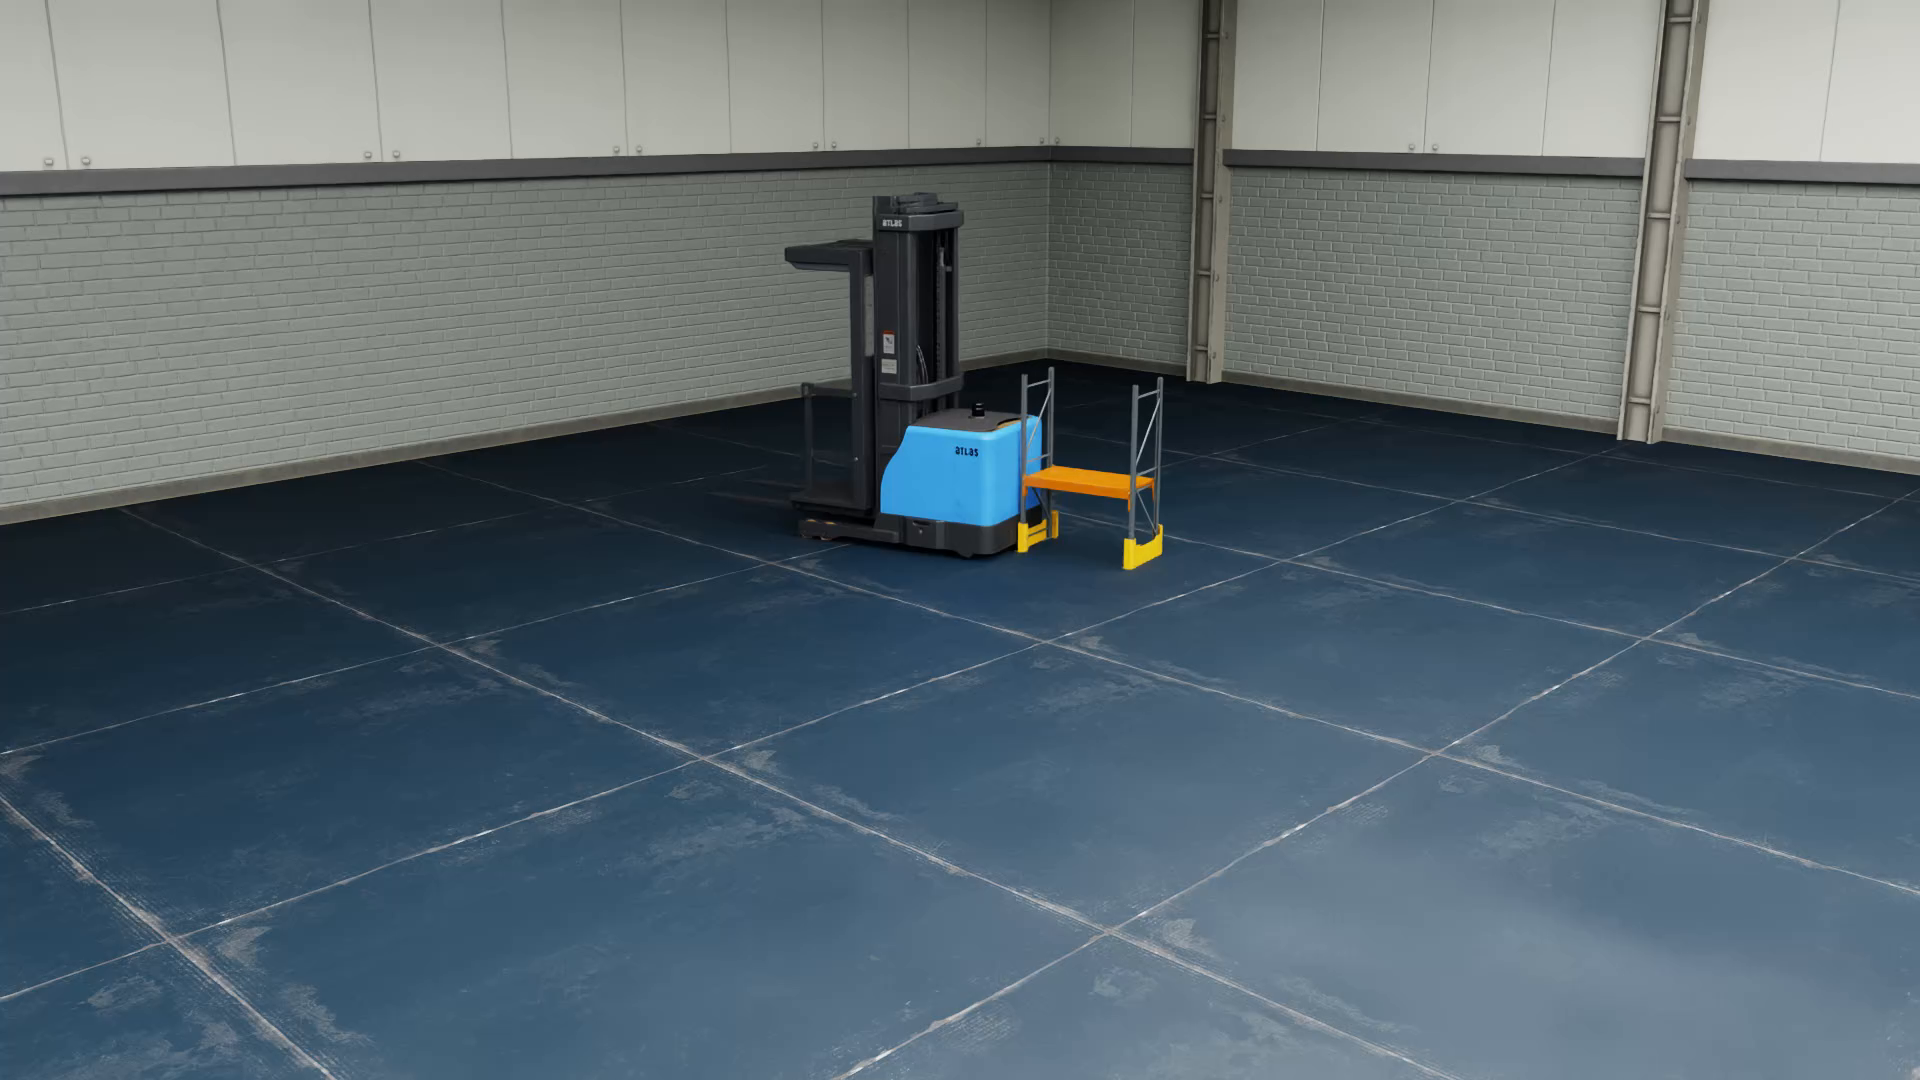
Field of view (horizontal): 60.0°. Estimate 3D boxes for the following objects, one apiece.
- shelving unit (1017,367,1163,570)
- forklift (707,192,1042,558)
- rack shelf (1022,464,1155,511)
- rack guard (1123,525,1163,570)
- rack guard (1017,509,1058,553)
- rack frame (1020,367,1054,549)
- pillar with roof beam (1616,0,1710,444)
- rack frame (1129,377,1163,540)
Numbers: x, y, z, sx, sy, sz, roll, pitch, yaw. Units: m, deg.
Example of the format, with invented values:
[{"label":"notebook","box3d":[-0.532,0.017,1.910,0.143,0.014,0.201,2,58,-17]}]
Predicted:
[{"label":"shelving unit","box3d":[1.091,-0.617,13.824,1.083,1.500,0.587,9,17,31]},{"label":"forklift","box3d":[-0.827,-1.517,14.441,3.031,2.935,1.130,8,17,28]},{"label":"rack shelf","box3d":[1.083,-0.444,13.874,1.000,0.185,0.538,9,17,31]},{"label":"rack guard","box3d":[1.513,0.055,13.727,0.087,0.250,0.587,9,17,31]},{"label":"rack guard","box3d":[0.668,-0.078,14.237,0.087,0.250,0.587,9,17,31]},{"label":"rack frame","box3d":[0.652,-0.686,14.090,0.032,1.500,0.500,9,17,31]},{"label":"pillar with roof beam","box3d":[4.680,-4.704,14.639,0.400,9.000,9.100,14,20,42]},{"label":"rack frame","box3d":[1.514,-0.550,13.568,0.032,1.500,0.500,9,17,31]}]
